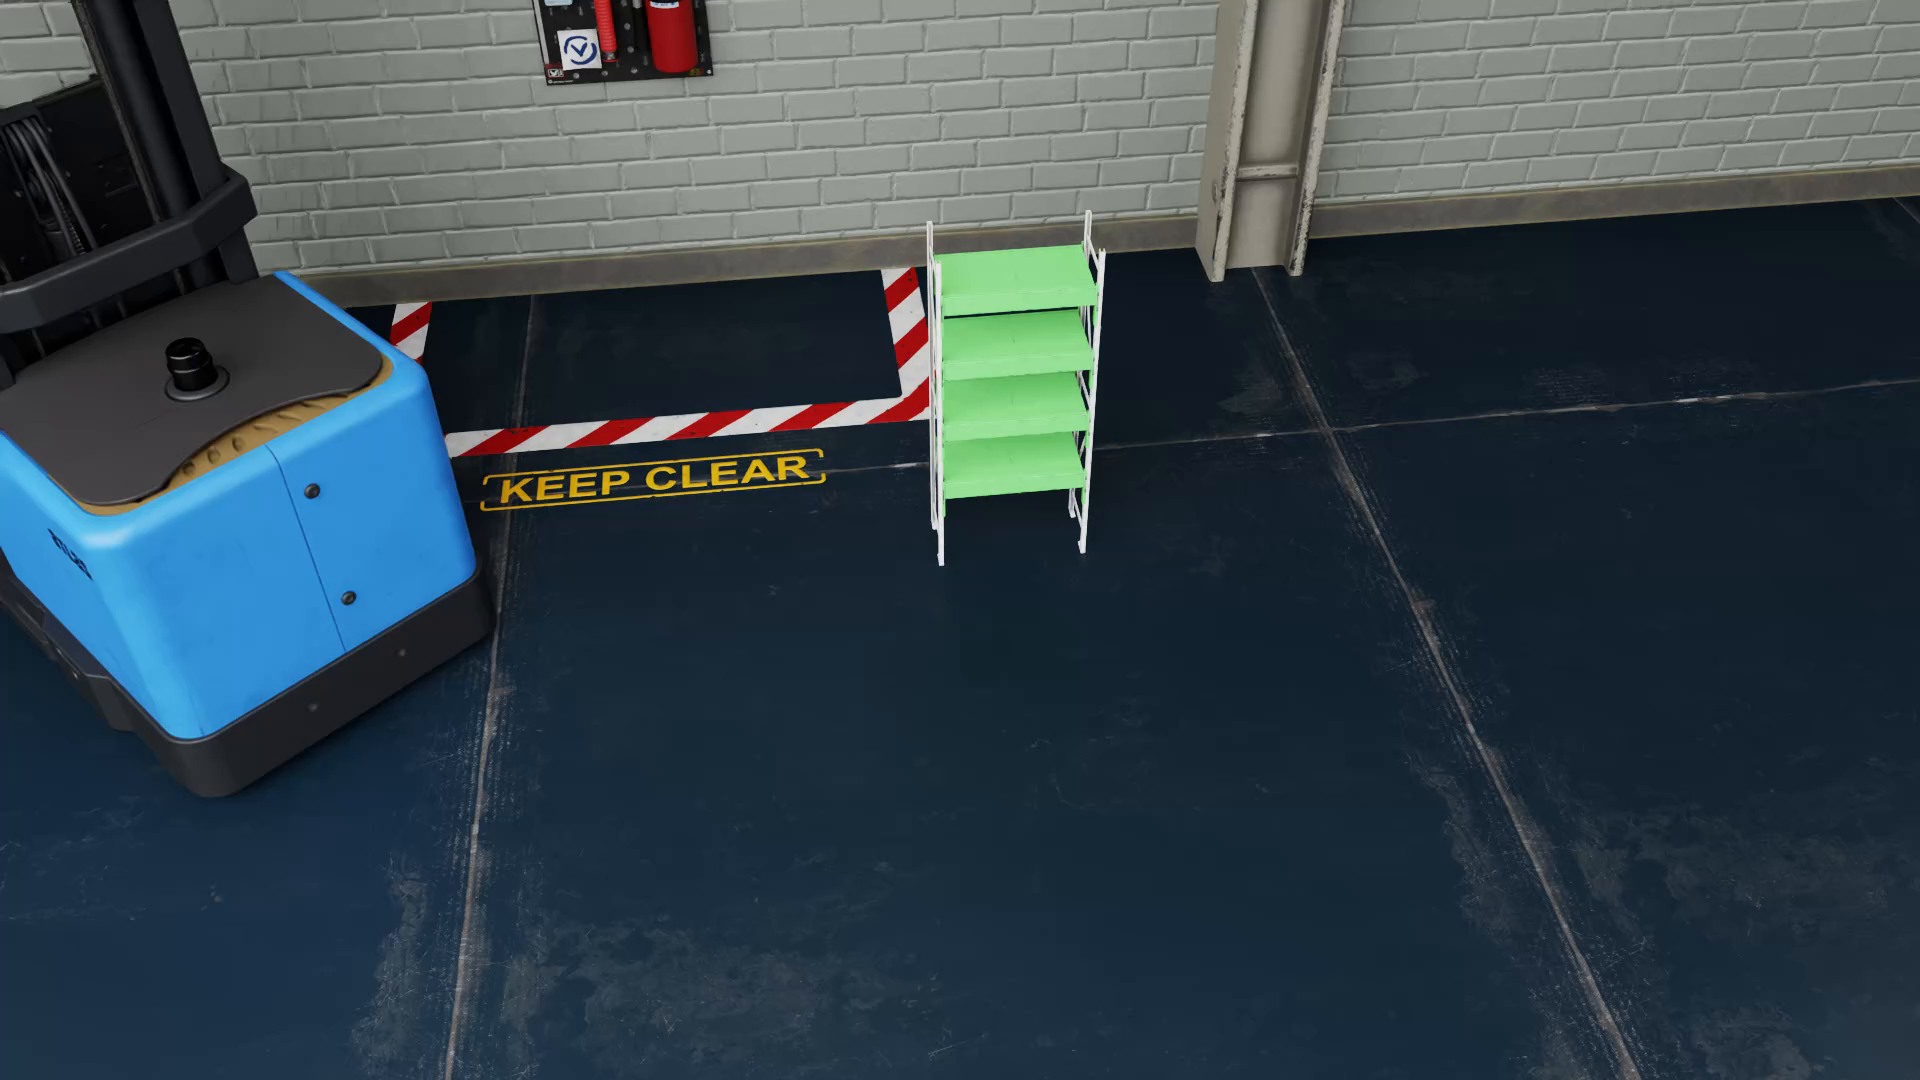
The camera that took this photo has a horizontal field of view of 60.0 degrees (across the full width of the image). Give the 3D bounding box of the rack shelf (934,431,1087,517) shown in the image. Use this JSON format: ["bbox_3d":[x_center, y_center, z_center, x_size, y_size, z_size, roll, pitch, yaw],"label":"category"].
[{"bbox_3d":[0.164,-0.234,5.568,0.480,0.148,0.258,-5,42,-6],"label":"rack shelf"}]

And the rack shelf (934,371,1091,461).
[{"bbox_3d":[0.164,-0.412,5.407,0.480,0.148,0.258,-5,42,-6],"label":"rack shelf"}]

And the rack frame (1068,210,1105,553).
[{"bbox_3d":[0.406,-0.481,5.388,0.015,1.200,0.240,-5,42,-6],"label":"rack frame"}]

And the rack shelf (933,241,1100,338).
[{"bbox_3d":[0.164,-0.769,5.085,0.480,0.148,0.258,-5,42,-6],"label":"rack shelf"}]

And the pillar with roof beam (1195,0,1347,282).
[{"bbox_3d":[1.782,-1.681,0.895,0.400,9.000,9.100,-5,42,-6],"label":"pillar with roof beam"}]

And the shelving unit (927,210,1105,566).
[{"bbox_3d":[0.164,-0.460,5.364,0.503,1.200,0.258,-5,42,-6],"label":"shelving unit"}]

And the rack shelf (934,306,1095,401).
[{"bbox_3d":[0.164,-0.591,5.246,0.480,0.148,0.258,-5,42,-6],"label":"rack shelf"}]

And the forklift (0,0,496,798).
[{"bbox_3d":[-2.918,-1.204,4.897,3.031,2.935,1.130,32,51,30],"label":"forklift"}]

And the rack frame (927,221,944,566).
[{"bbox_3d":[-0.078,-0.439,5.341,0.015,1.200,0.240,-5,42,-6],"label":"rack frame"}]

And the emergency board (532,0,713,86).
[{"bbox_3d":[-1.232,-2.123,5.864,0.643,1.169,0.194,-5,42,-6],"label":"emergency board"}]

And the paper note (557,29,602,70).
[{"bbox_3d":[-1.416,-1.826,6.193,0.142,0.148,0.016,-5,42,-6],"label":"paper note"}]
